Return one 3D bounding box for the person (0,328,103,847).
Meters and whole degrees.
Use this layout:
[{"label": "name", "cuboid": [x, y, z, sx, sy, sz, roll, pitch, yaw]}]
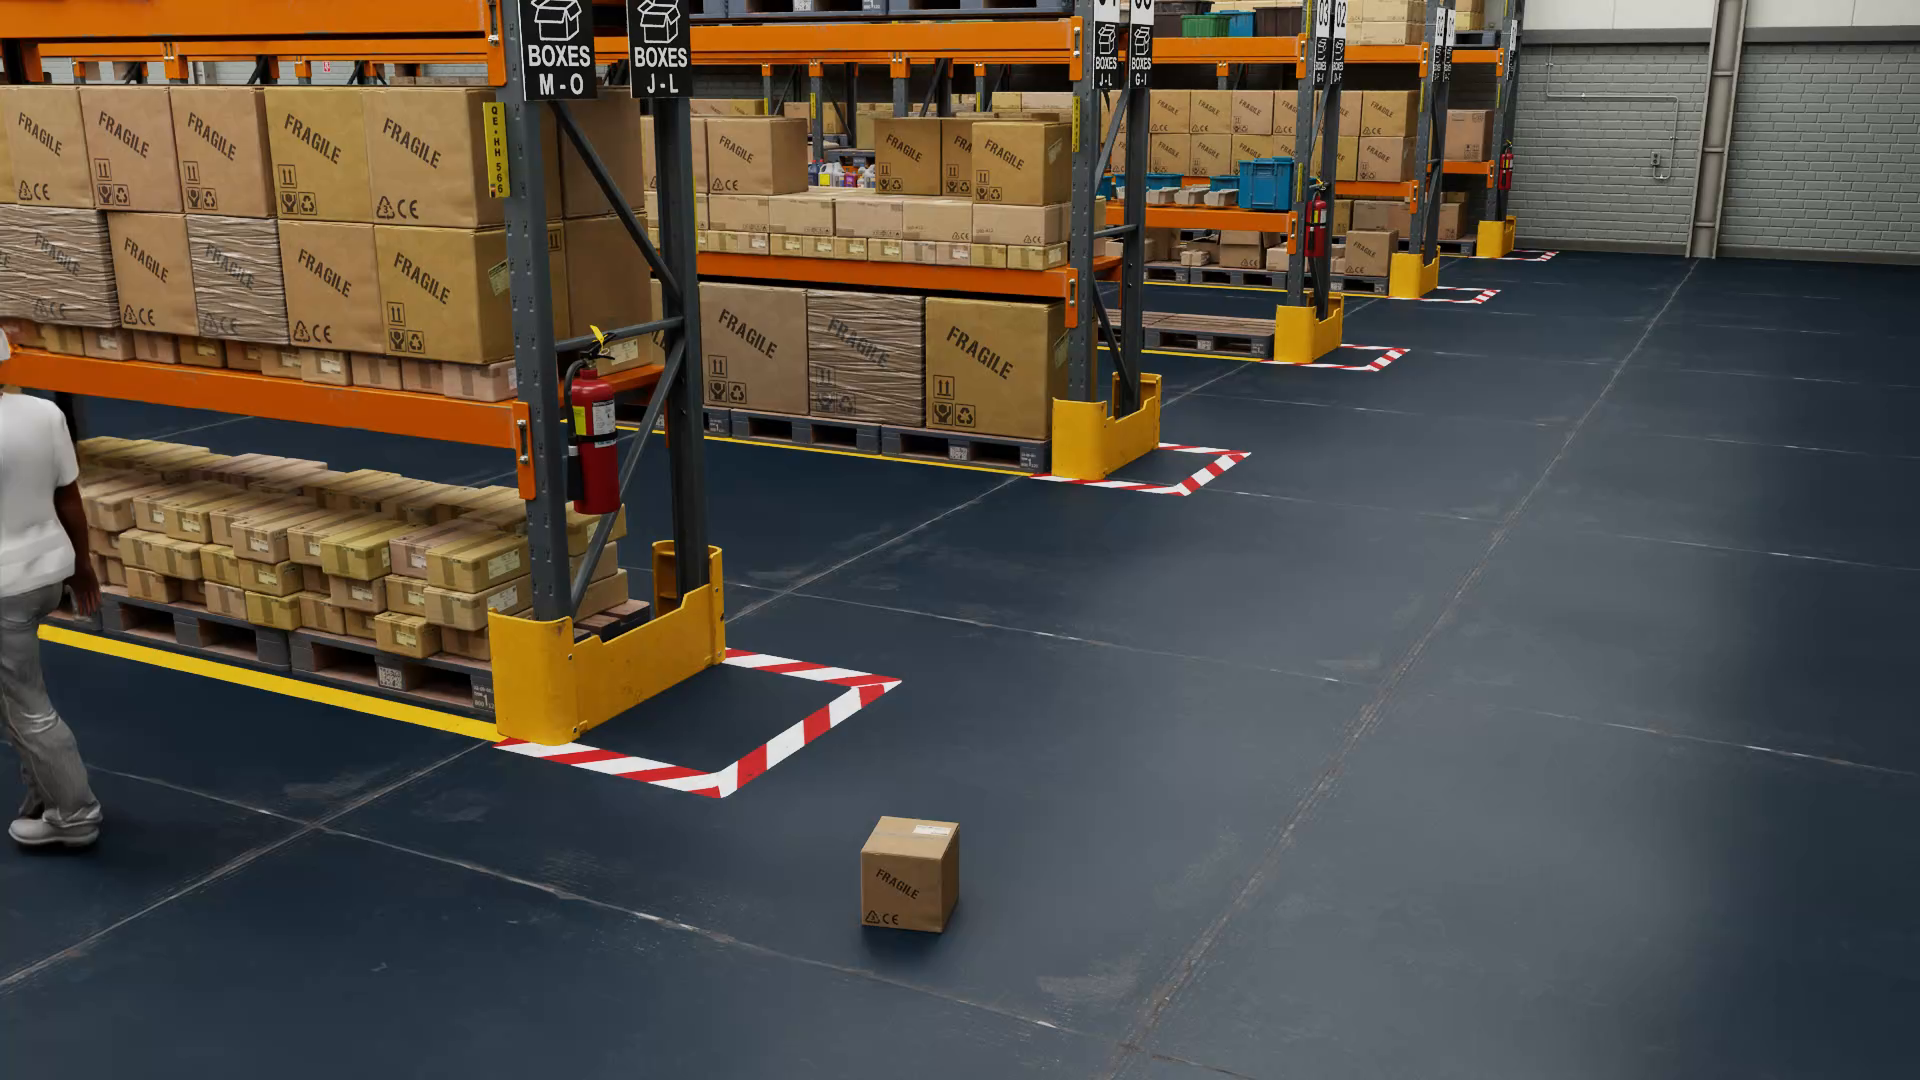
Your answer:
[{"label": "person", "cuboid": [-3.115, 0.163, 5.388, 0.532, 1.799, 0.598, 2, 16, 9]}]
